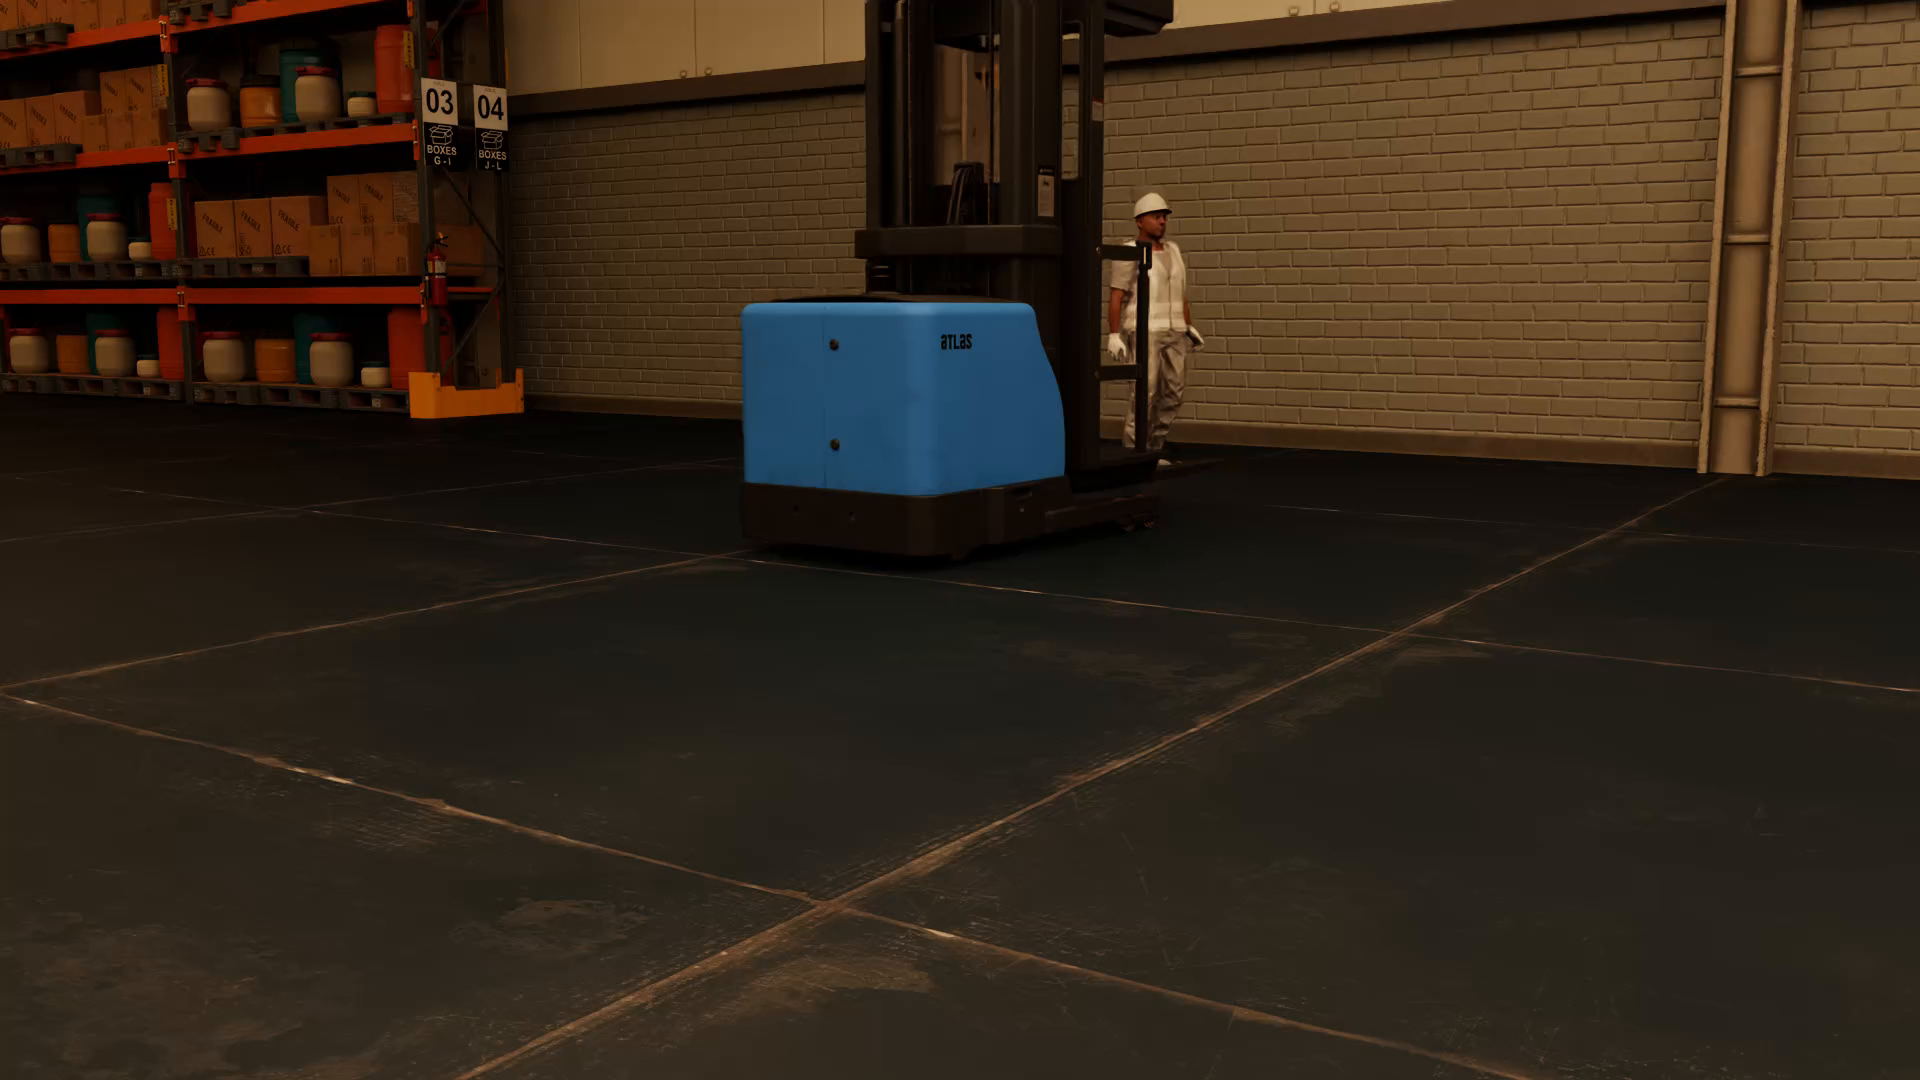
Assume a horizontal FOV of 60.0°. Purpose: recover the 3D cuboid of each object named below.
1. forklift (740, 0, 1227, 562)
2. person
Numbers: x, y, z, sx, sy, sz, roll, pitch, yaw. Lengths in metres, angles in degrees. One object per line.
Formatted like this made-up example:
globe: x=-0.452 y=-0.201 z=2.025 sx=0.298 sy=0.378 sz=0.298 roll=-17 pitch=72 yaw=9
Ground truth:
forklift: x=0.314 y=-1.525 z=7.917 sx=1.130 sy=2.935 sz=3.031 roll=6 pitch=10 yaw=35
person: x=1.268 y=-1.278 z=10.468 sx=0.670 sy=1.779 sz=0.483 roll=-6 pitch=10 yaw=-36
